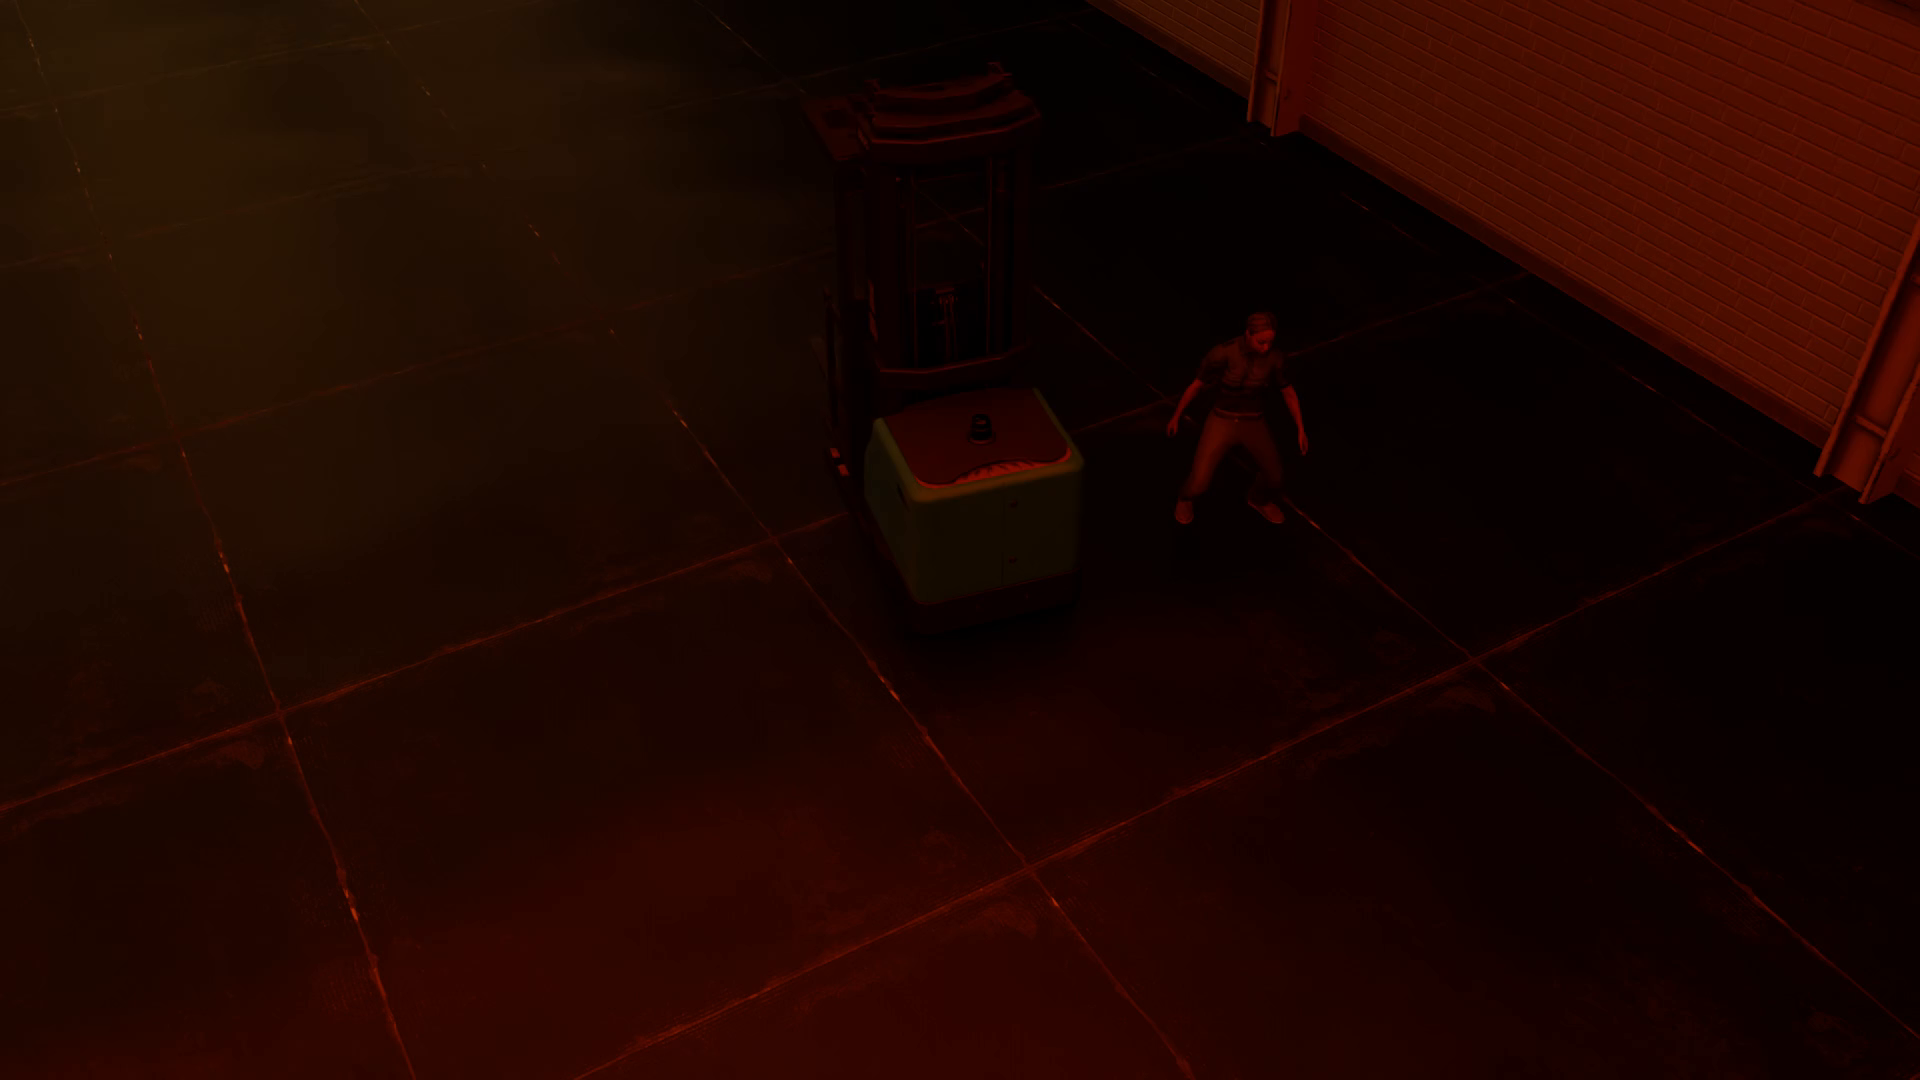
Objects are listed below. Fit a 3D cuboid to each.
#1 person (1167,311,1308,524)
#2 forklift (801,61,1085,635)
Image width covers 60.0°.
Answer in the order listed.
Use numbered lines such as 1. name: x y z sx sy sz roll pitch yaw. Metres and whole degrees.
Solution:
1. person: 1.660 -0.685 9.956 0.828 1.566 0.523 0 40 0
2. forklift: -0.247 -1.530 9.880 1.130 2.935 3.031 -12 41 -14
